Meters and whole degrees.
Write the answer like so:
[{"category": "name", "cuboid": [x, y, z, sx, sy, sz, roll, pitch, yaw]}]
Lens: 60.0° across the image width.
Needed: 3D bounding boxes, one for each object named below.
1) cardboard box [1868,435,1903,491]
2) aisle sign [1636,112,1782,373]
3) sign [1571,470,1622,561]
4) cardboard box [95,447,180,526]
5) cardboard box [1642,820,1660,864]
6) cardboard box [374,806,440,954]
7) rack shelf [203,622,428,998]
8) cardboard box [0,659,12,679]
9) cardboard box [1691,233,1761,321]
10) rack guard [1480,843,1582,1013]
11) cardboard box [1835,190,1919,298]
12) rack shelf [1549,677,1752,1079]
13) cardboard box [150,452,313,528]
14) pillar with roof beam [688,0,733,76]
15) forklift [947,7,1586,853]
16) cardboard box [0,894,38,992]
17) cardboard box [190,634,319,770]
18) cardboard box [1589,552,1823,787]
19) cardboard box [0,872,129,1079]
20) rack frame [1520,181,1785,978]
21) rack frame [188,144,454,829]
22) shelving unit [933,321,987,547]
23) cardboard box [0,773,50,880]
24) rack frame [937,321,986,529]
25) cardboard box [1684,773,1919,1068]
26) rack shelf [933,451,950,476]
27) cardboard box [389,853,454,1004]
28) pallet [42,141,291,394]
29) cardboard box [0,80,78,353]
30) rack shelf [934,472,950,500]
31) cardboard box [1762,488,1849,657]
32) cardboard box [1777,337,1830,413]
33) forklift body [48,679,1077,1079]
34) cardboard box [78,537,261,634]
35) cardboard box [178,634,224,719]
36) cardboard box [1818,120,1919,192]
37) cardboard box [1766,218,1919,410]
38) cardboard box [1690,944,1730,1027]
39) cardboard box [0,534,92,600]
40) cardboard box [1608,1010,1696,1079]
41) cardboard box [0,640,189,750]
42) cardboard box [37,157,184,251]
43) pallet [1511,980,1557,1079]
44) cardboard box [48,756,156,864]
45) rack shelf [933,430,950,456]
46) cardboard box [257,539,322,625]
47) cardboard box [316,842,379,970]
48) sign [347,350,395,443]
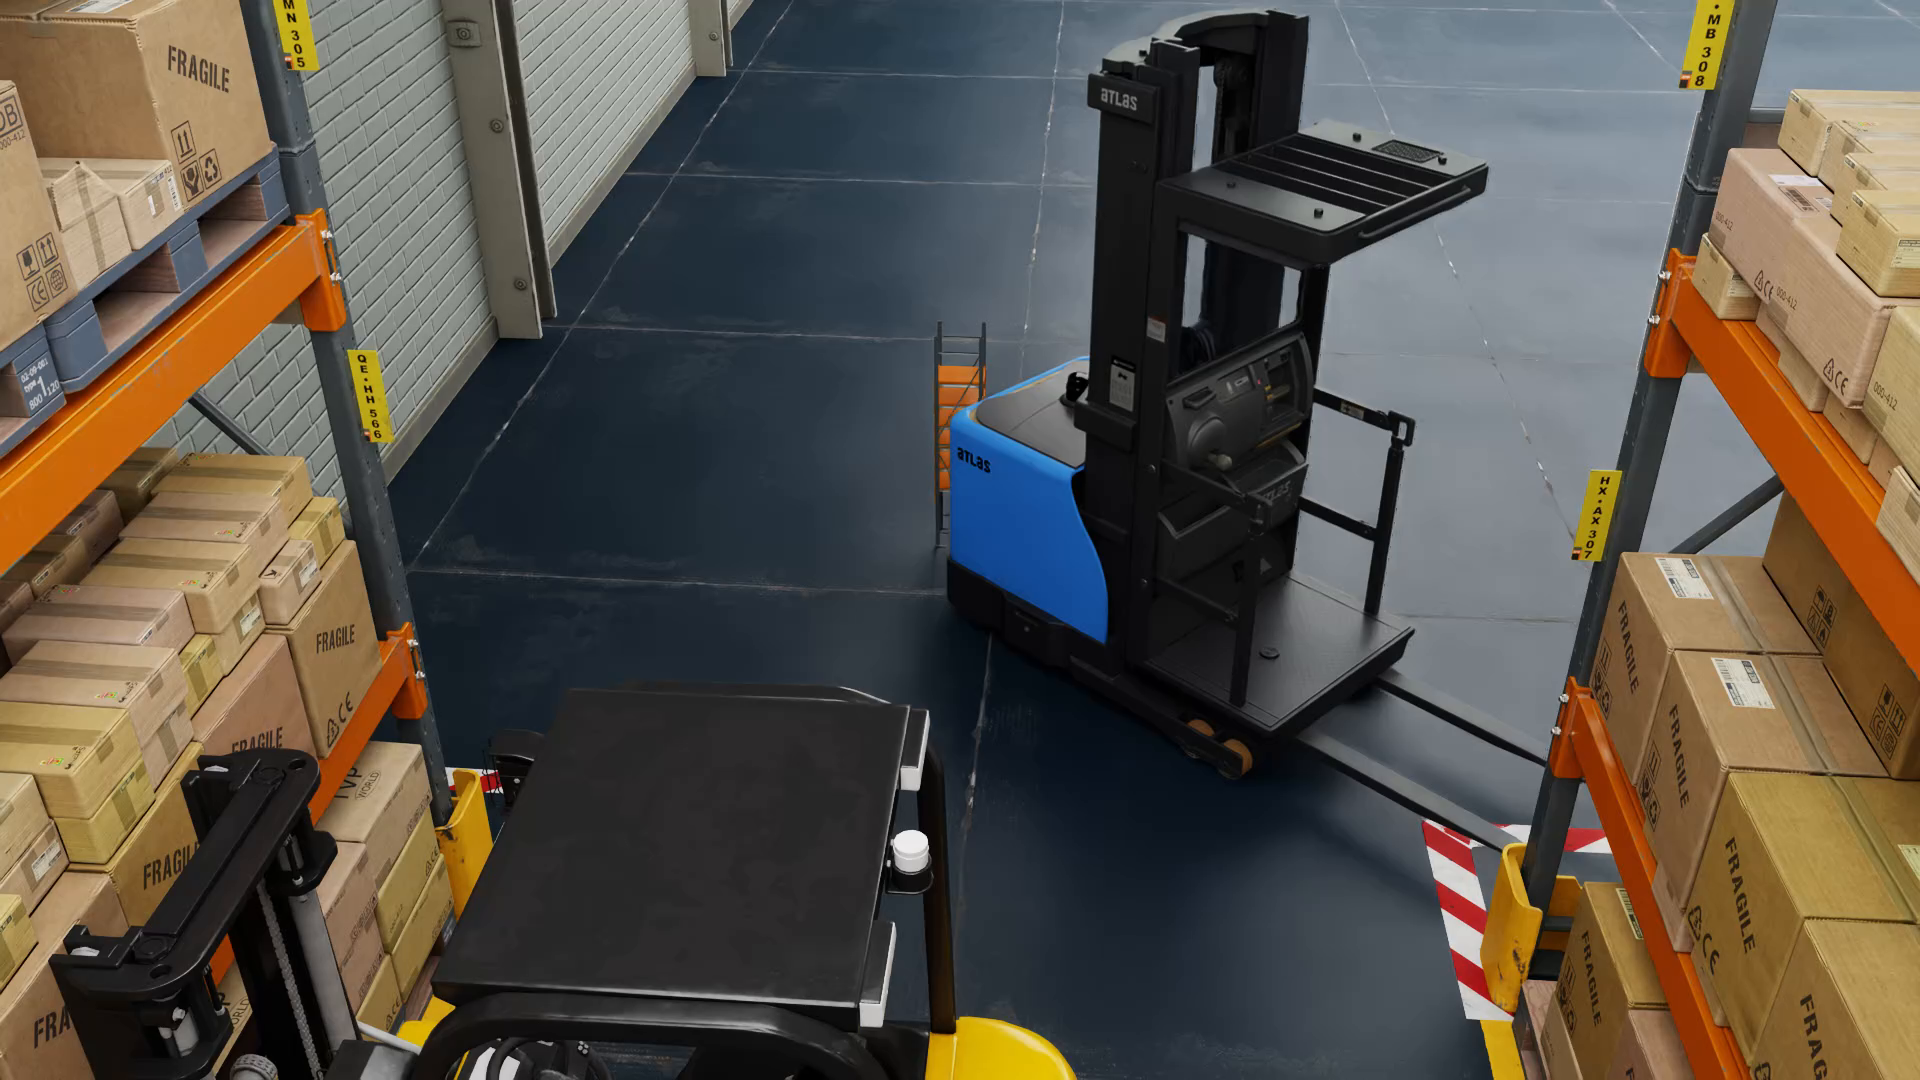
[{"category": "cardboard box", "cuboid": [2.176, -0.145, 3.507, 0.380, 0.149, 0.250, 2, 32, 2]}, {"category": "aisle sign", "cuboid": [2.224, -0.835, 4.767, 0.394, 0.787, 0.004, 2, 32, 4]}, {"category": "sign", "cuboid": [1.987, -0.074, 5.186, 0.100, 0.325, 0.005, 2, 32, 4]}, {"category": "cardboard box", "cuboid": [-2.660, -0.171, 5.172, 0.380, 0.149, 0.250, 2, 32, 3]}, {"category": "cardboard box", "cuboid": [2.185, 0.861, 4.733, 0.380, 0.149, 0.250, 1, 32, 2]}, {"category": "cardboard box", "cuboid": [-2.148, 1.154, 5.762, 0.500, 0.250, 0.500, 2, 32, 3]}, {"category": "rack shelf", "cuboid": [-2.582, 1.460, 4.208, 1.077, 0.370, 4.000, 2, 32, 4]}, {"category": "cardboard box", "cuboid": [-2.772, 0.357, 4.598, 0.380, 0.149, 0.250, 1, 32, 2]}, {"category": "cardboard box", "cuboid": [2.177, -0.693, 4.395, 0.380, 0.149, 0.250, 2, 32, 4]}, {"category": "rack guard", "cuboid": [2.522, 1.422, 5.967, 1.175, 0.500, 0.348, 2, 32, 4]}, {"category": "cardboard box", "cuboid": [2.115, -0.626, 3.527, 0.380, 0.149, 0.250, 2, 32, 4]}, {"category": "rack shelf", "cuboid": [2.365, 1.670, 3.867, 1.077, 0.370, 4.000, 2, 32, 4]}, {"category": "cardboard box", "cuboid": [-2.239, -0.141, 5.123, 0.380, 0.149, 0.250, 3, 32, 4]}, {"category": "pillar with roof beam", "cuboid": [1.893, -8.212, 13.498, 9.100, 9.000, 0.400, 2, 32, 4]}, {"category": "forklift", "cuboid": [1.325, -0.535, 6.825, 1.130, 2.935, 3.031, -27, 41, -36]}, {"category": "cardboard box", "cuboid": [-2.311, 0.917, 3.689, 0.380, 0.149, 0.250, 2, 32, 3]}, {"category": "cardboard box", "cuboid": [-2.249, 0.605, 4.815, 0.500, 0.500, 0.500, 3, 32, 6]}, {"category": "cardboard box", "cuboid": [2.213, 0.384, 4.888, 0.500, 0.500, 0.500, 2, 32, 3]}, {"category": "cardboard box", "cuboid": [-2.321, 1.136, 3.952, 0.500, 0.500, 0.500, 3, 32, 4]}, {"category": "rack frame", "cuboid": [2.528, 0.318, 5.375, 1.000, 3.000, 0.127, 2, 32, 4]}, {"category": "rack frame", "cuboid": [-2.420, 0.108, 5.716, 1.000, 3.000, 0.127, 2, 32, 4]}, {"category": "shelving unit", "cuboid": [0.001, -0.518, 8.447, 0.258, 1.200, 0.189, 2, 32, 4]}, {"category": "cardboard box", "cuboid": [-2.358, 0.661, 3.821, 0.380, 0.149, 0.250, 3, 32, 5]}, {"category": "rack frame", "cuboid": [0.009, -0.566, 8.525, 0.240, 1.200, 0.006, 2, 32, 4]}, {"category": "cardboard box", "cuboid": [2.134, 0.922, 4.016, 0.500, 0.500, 0.500, 2, 32, 3]}, {"category": "rack shelf", "cuboid": [0.001, -0.378, 8.534, 0.258, 0.103, 0.180, 2, 32, 4]}, {"category": "cardboard box", "cuboid": [-2.143, 1.359, 5.907, 0.500, 0.250, 0.500, 3, 32, 4]}, {"category": "pallet", "cuboid": [-2.503, -0.763, 4.354, 1.003, 0.211, 1.213, 2, 32, 4]}, {"category": "cardboard box", "cuboid": [-2.396, -0.660, 3.512, 0.700, 0.500, 0.500, 3, 32, 4]}, {"category": "rack shelf", "cuboid": [0.001, -0.276, 8.597, 0.258, 0.103, 0.180, 2, 32, 4]}, {"category": "cardboard box", "cuboid": [2.704, -0.001, 4.560, 0.700, 0.500, 0.500, 2, 32, 3]}, {"category": "cardboard box", "cuboid": [2.189, -0.415, 3.944, 0.380, 0.149, 0.250, 3, 32, 5]}, {"category": "forklift body", "cuboid": [-0.756, 1.538, 4.203, 2.313, 2.155, 1.214, 2, 32, 4]}, {"category": "cardboard box", "cuboid": [-2.222, 0.127, 4.688, 0.380, 0.149, 0.250, 3, 32, 5]}, {"category": "cardboard box", "cuboid": [-2.273, 0.379, 4.562, 0.380, 0.149, 0.250, 2, 32, 4]}, {"category": "cardboard box", "cuboid": [2.291, -0.882, 3.943, 0.380, 0.149, 0.250, 2, 32, 4]}, {"category": "cardboard box", "cuboid": [2.171, -0.508, 3.715, 0.500, 0.250, 0.500, 2, 32, 3]}, {"category": "cardboard box", "cuboid": [2.131, 1.129, 4.299, 0.380, 0.149, 0.250, 3, 32, 5]}, {"category": "cardboard box", "cuboid": [-2.722, 0.103, 4.727, 0.380, 0.149, 0.250, 3, 32, 5]}, {"category": "cardboard box", "cuboid": [2.147, 1.686, 4.660, 0.500, 0.500, 0.500, 1, 32, 2]}, {"category": "cardboard box", "cuboid": [-2.227, 0.395, 4.253, 0.380, 0.149, 0.250, 3, 32, 5]}, {"category": "cardboard box", "cuboid": [-2.184, -0.837, 4.135, 0.380, 0.149, 0.250, 2, 32, 3]}, {"category": "pallet", "cuboid": [2.420, 1.968, 5.356, 1.003, 0.211, 1.213, 2, 32, 4]}, {"category": "cardboard box", "cuboid": [-2.249, 0.654, 4.116, 0.380, 0.149, 0.250, 3, 32, 4]}, {"category": "rack shelf", "cuboid": [0.001, -0.481, 8.471, 0.258, 0.103, 0.180, 2, 32, 4]}, {"category": "cardboard box", "cuboid": [-2.160, 0.117, 4.987, 0.380, 0.149, 0.250, 3, 32, 5]}, {"category": "cardboard box", "cuboid": [-2.182, 1.195, 5.219, 0.500, 0.250, 0.500, 3, 32, 5]}, {"category": "sign", "cuboid": [-1.880, -0.456, 5.301, 0.100, 0.325, 0.005, 2, 32, 4]}]
